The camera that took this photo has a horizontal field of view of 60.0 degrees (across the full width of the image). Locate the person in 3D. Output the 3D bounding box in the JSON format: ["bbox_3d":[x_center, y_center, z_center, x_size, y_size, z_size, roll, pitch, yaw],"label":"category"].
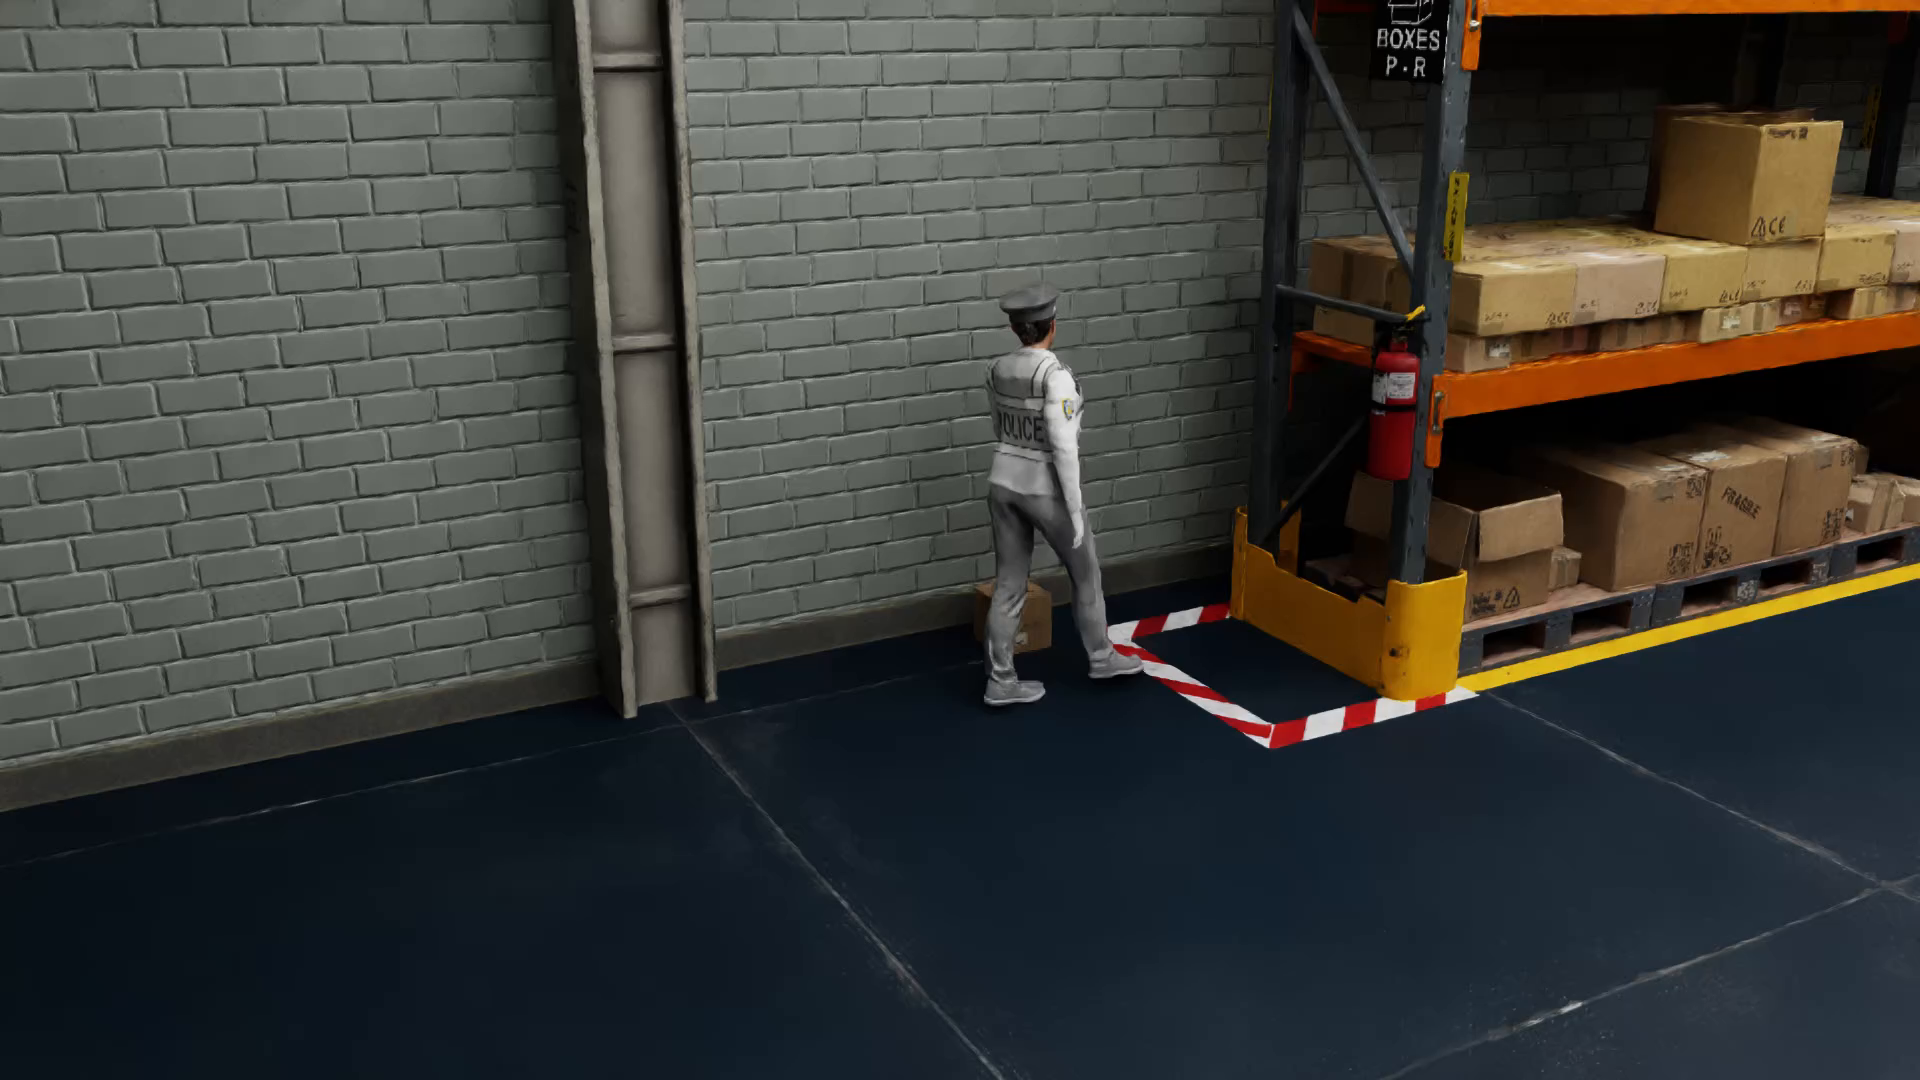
[{"bbox_3d":[0.369,-0.191,6.599,0.540,1.649,0.739,16,24,39],"label":"person"}]
